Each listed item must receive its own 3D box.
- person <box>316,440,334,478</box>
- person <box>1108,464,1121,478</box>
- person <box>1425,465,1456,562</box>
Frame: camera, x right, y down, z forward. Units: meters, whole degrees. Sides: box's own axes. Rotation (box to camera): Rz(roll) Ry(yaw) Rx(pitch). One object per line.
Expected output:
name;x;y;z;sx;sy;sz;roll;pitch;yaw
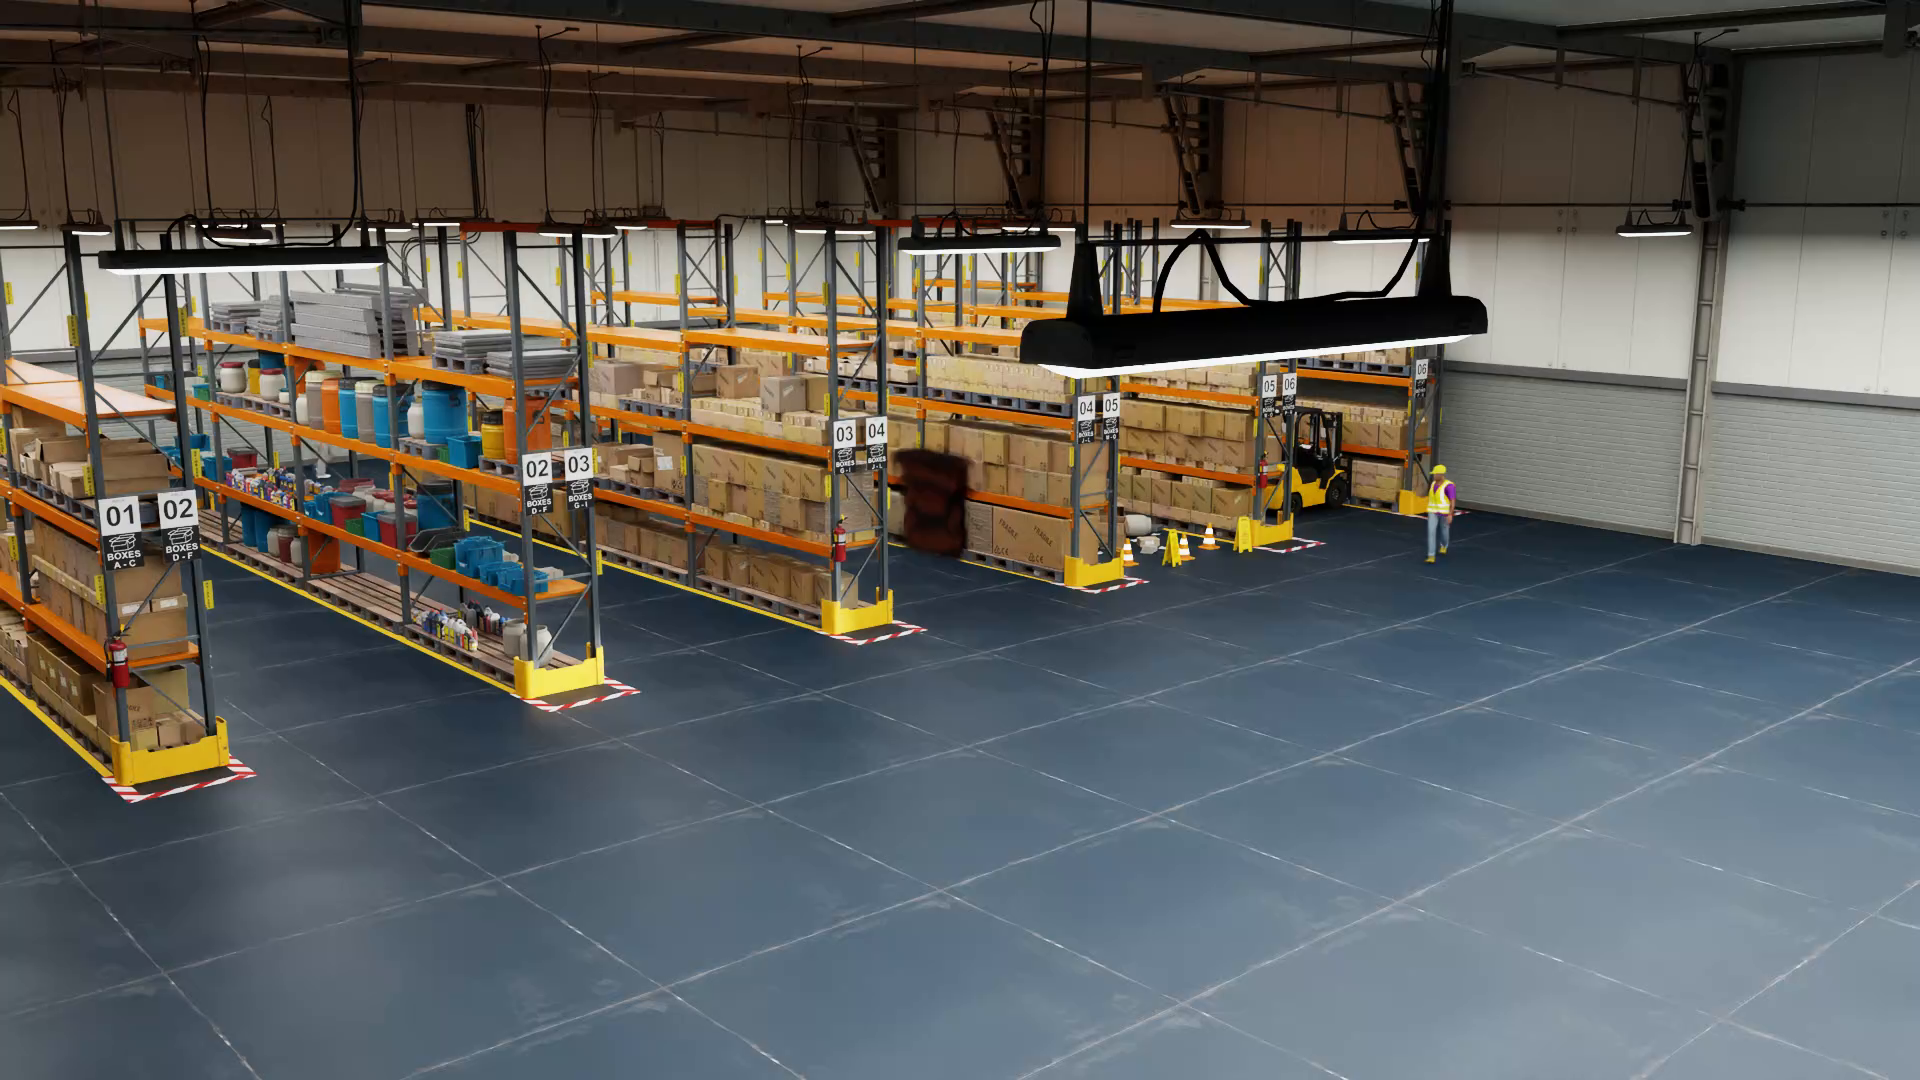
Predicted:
person;-14.869;-2.279;38.850;0.432;1.670;0.454;-5;12;-23
person;3.609;-2.247;38.812;0.425;1.672;0.473;-6;13;-28
person;8.648;-0.492;29.916;0.493;1.737;1.000;4;12;17
